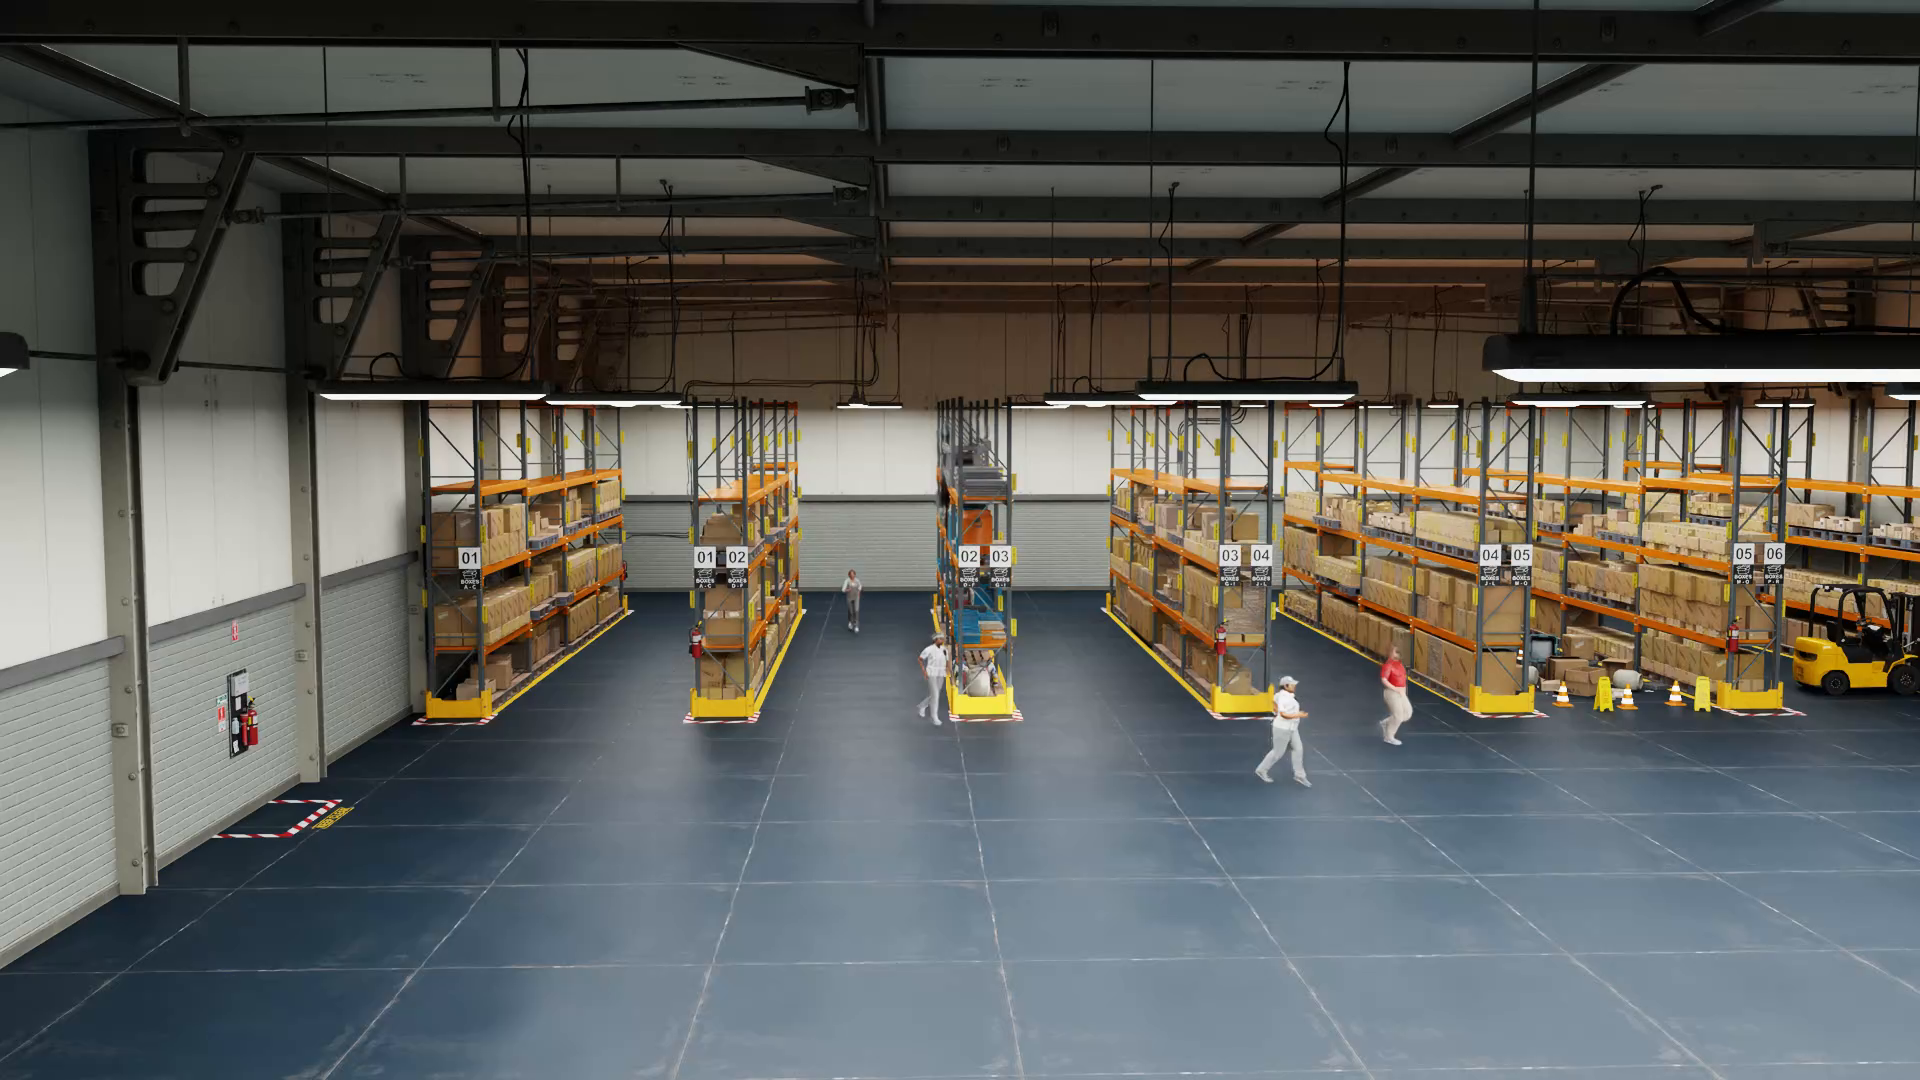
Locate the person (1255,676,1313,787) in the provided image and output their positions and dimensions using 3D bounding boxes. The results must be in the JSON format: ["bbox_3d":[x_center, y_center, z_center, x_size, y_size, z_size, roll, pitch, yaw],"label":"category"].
[{"bbox_3d":[4.944,2.924,25.392,0.857,1.709,0.601,2,5,25],"label":"person"}]

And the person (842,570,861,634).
[{"bbox_3d":[-2.798,1.575,43.153,0.531,1.621,0.805,-1,5,-12],"label":"person"}]

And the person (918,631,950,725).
[{"bbox_3d":[-0.466,2.528,30.773,0.605,1.688,0.753,-3,5,-37],"label":"person"}]

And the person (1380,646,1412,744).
[{"bbox_3d":[7.515,2.671,28.710,0.522,1.693,0.667,4,6,39],"label":"person"}]
